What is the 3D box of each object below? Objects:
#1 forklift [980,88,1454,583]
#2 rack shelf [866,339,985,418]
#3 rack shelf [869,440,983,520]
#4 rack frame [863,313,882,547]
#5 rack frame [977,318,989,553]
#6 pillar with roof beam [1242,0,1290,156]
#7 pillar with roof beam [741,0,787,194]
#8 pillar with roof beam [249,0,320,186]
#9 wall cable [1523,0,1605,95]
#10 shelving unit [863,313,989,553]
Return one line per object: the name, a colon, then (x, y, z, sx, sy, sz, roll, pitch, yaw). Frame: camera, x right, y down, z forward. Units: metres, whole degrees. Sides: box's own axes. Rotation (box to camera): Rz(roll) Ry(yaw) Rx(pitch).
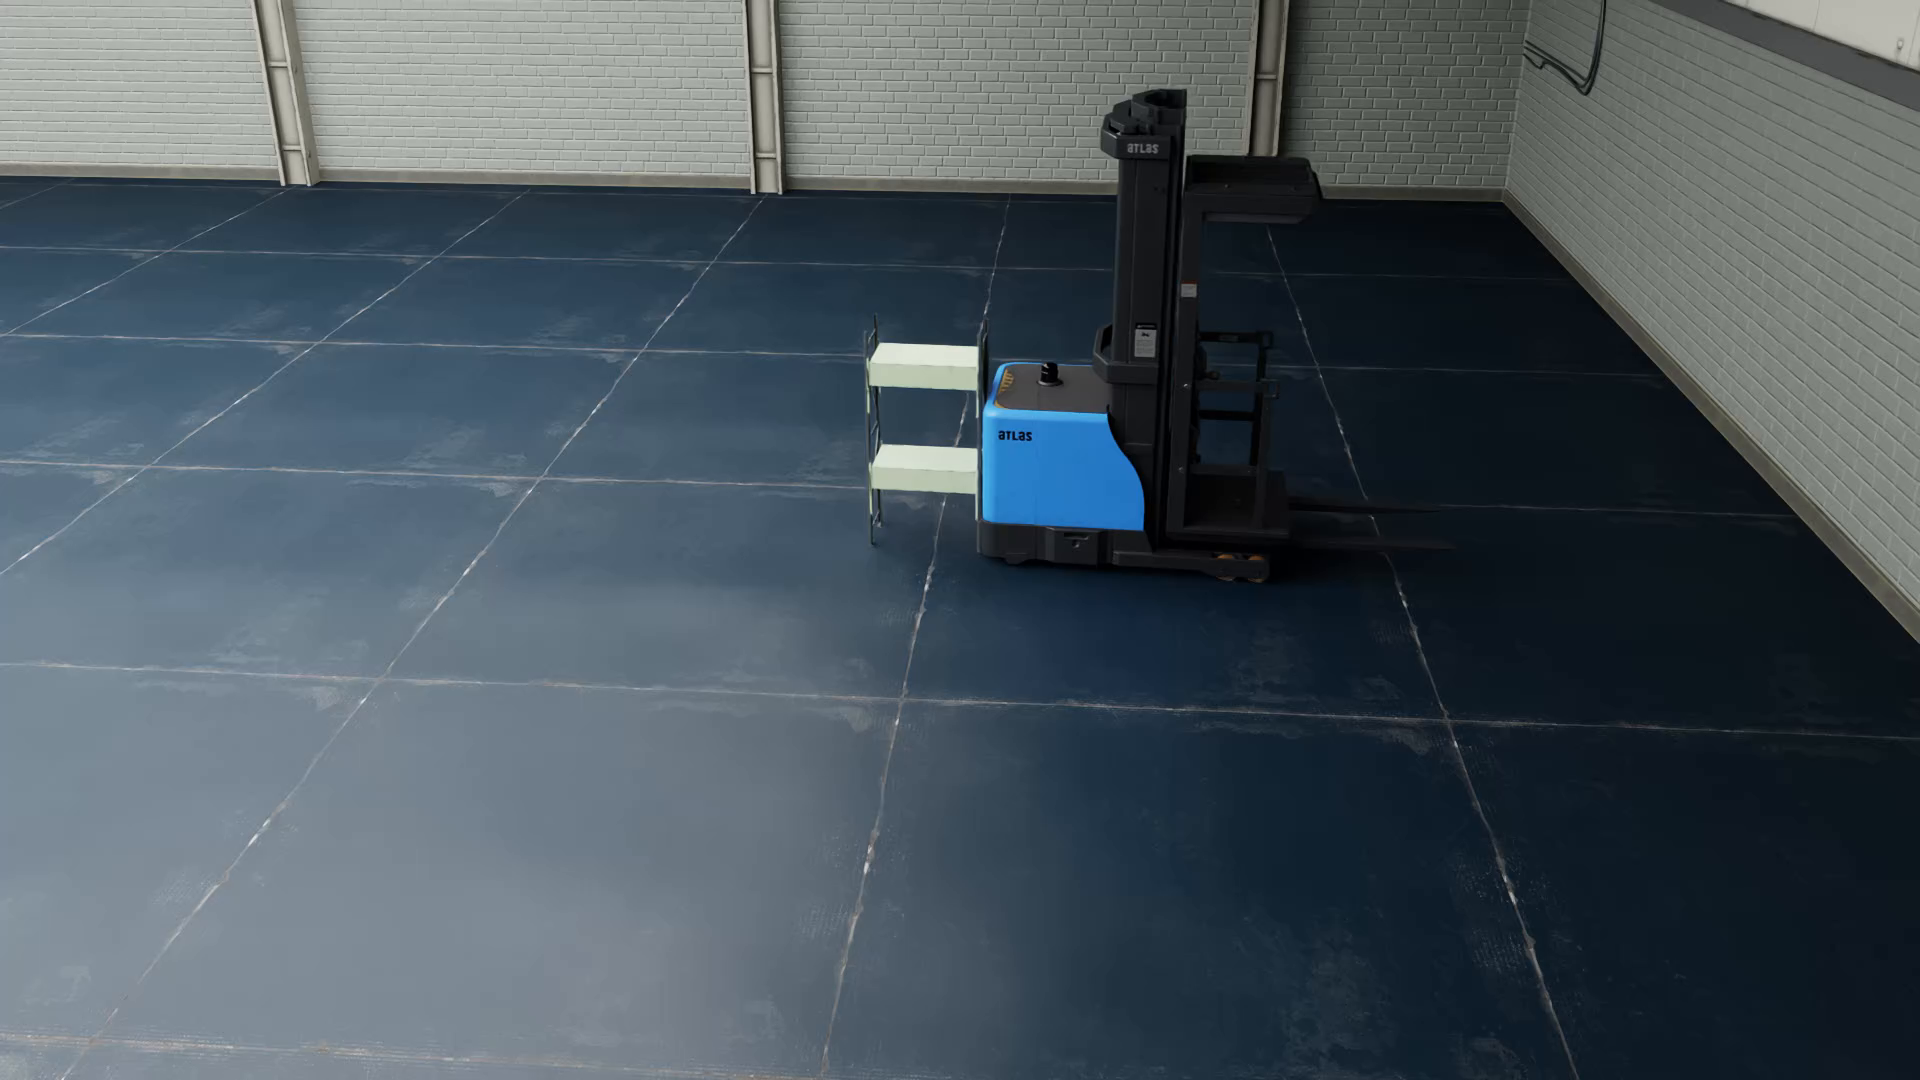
forklift: (1.689, -1.296, 10.559, 3.031, 2.935, 1.130, 3, 25, 7)
rack shelf: (-0.213, -1.054, 10.812, 0.720, 0.370, 0.431, 3, 25, 7)
rack shelf: (-0.213, -0.403, 11.112, 0.720, 0.370, 0.431, 3, 25, 7)
rack frame: (-0.576, -0.719, 11.019, 0.023, 1.500, 0.400, 3, 25, 7)
rack frame: (0.150, -0.679, 10.932, 0.023, 1.500, 0.400, 3, 25, 7)
pillar with roof beam: (3.279, -6.440, 14.481, 0.400, 9.000, 9.100, 2, 25, 4)
pillar with roof beam: (-2.704, -6.632, 14.898, 0.400, 9.000, 9.100, 2, 25, 4)
pillar with roof beam: (-8.686, -6.824, 15.315, 0.400, 9.000, 9.100, 2, 25, 4)
wall cable: (6.445, -6.178, 17.626, 0.112, 2.526, 3.097, 2, 25, 4)
shelving unit: (-0.213, -0.699, 10.976, 0.755, 1.500, 0.431, 3, 25, 7)
